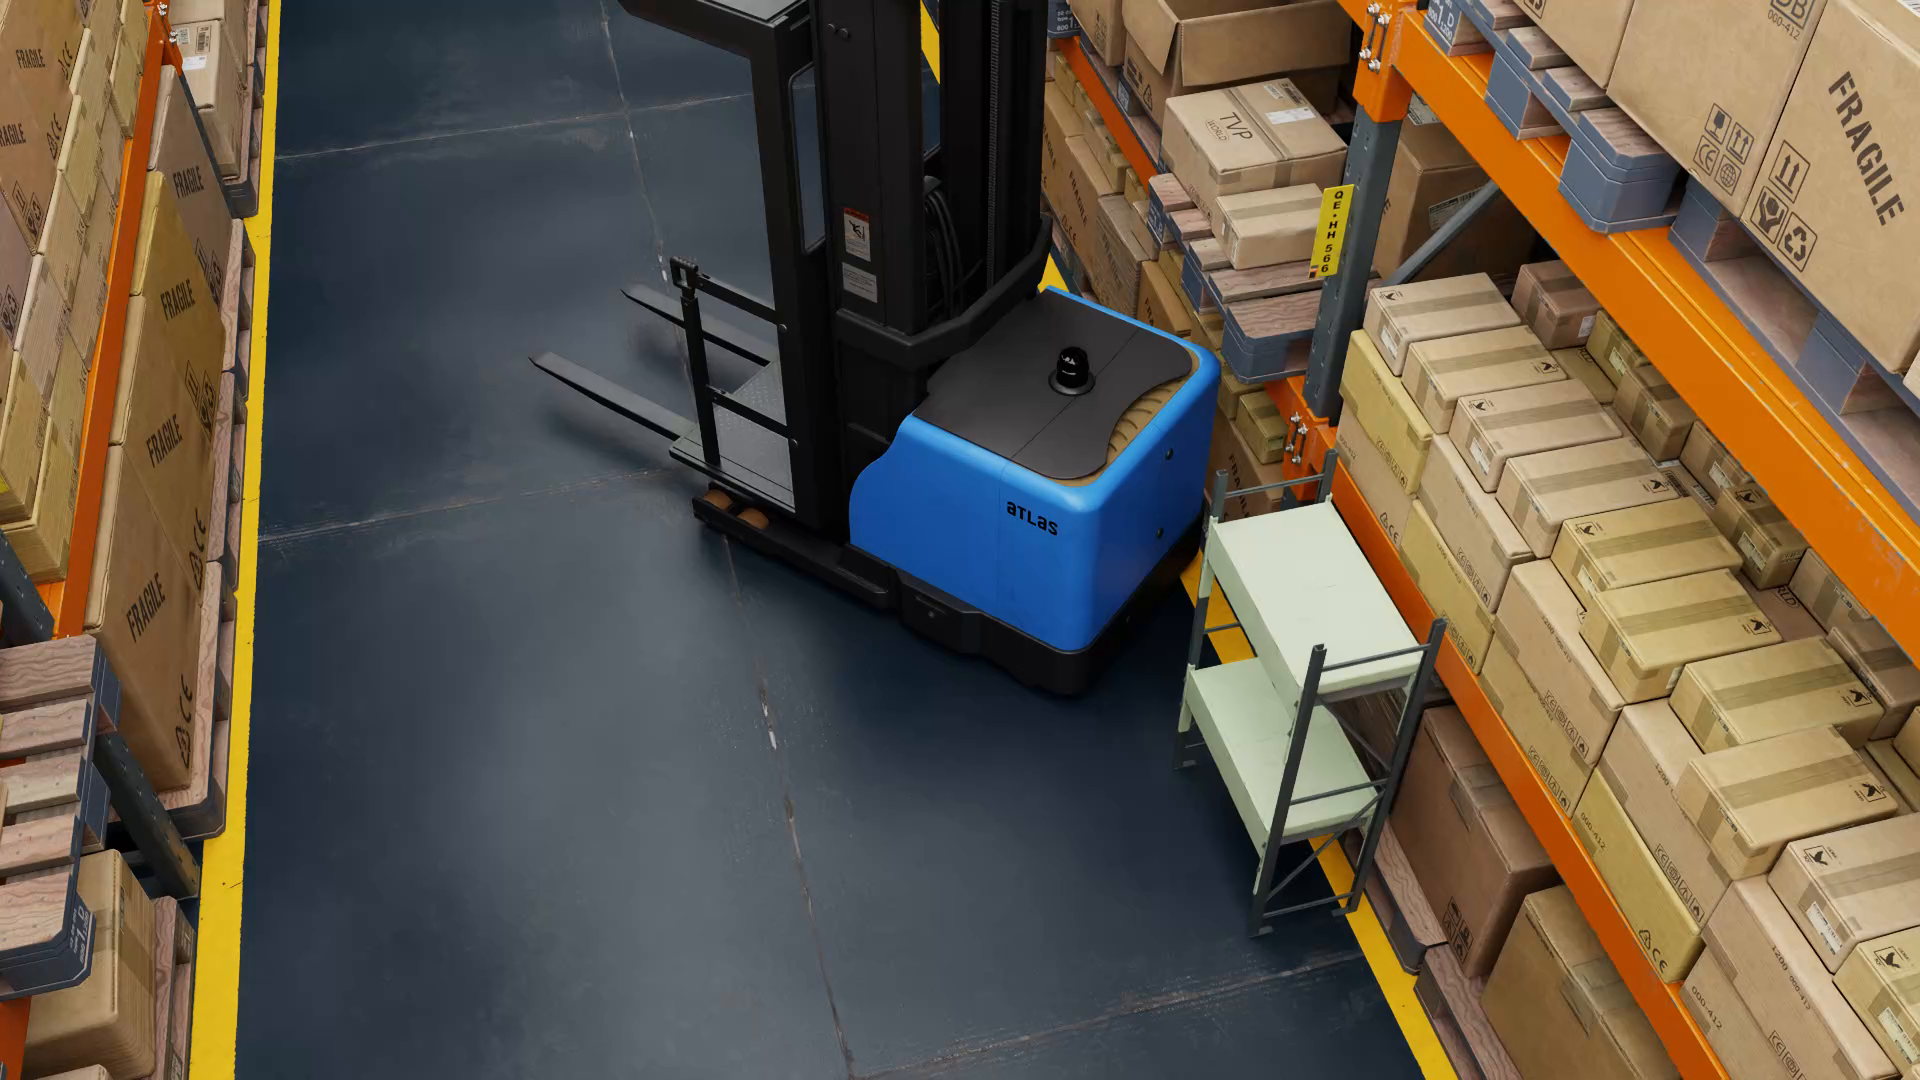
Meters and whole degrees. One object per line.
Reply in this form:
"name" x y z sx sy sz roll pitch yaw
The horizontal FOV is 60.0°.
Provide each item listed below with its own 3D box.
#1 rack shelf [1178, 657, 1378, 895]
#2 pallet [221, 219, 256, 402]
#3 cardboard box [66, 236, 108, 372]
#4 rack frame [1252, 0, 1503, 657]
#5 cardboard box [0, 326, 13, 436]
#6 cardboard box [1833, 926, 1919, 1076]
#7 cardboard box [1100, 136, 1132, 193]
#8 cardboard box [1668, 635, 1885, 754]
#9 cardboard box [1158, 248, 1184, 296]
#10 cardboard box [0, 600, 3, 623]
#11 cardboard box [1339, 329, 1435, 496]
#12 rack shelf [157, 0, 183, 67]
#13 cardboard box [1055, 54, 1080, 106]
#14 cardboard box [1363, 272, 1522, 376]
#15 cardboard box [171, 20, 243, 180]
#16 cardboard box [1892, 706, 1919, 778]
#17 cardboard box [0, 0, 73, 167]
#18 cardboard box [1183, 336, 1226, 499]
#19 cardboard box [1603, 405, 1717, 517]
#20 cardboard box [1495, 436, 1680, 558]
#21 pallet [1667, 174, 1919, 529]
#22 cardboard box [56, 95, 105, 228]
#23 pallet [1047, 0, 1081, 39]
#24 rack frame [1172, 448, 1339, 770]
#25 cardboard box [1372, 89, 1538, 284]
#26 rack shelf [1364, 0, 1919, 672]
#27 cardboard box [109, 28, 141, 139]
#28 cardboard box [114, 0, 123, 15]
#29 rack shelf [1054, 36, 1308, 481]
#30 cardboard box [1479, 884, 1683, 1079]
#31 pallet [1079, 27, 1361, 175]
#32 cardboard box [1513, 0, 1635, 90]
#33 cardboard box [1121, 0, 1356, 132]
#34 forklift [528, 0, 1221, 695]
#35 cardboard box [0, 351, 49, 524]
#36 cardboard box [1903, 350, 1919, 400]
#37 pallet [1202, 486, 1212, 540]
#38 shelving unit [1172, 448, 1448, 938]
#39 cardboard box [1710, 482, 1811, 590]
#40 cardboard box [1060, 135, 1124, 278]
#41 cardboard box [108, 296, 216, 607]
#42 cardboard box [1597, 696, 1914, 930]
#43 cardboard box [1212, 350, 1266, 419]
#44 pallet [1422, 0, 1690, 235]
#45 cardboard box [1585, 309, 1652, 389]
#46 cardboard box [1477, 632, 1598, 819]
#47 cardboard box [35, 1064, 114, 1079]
"rack shelf" 1.079 0.764 5.659 0.431 0.370 0.720 -11 47 -11
"pallet" -3.897 -1.022 7.854 1.003 0.211 1.213 -11 47 -10
"cardboard box" -3.303 -0.801 5.790 0.500 0.250 0.500 -9 46 -9
"rack frame" 1.654 -0.665 5.552 1.000 3.000 0.127 -11 47 -10
"cardboard box" -3.033 -0.525 4.645 0.500 0.500 0.500 -12 47 -12
"cardboard box" 2.078 0.936 3.459 0.380 0.149 0.250 -12 47 -11
"cardboard box" 0.859 -1.739 7.607 0.380 0.149 0.250 -9 46 -9
"cardboard box" 1.951 0.398 3.986 0.380 0.149 0.250 -11 47 -10
"cardboard box" 1.070 -1.194 7.073 0.380 0.149 0.250 -11 47 -11
"cardboard box" -2.758 0.222 4.111 0.500 0.500 0.500 -12 47 -11
"cardboard box" 1.507 -0.432 5.079 0.500 0.250 0.500 -11 47 -10
"rack shelf" -4.680 -3.646 8.977 1.077 0.370 4.000 -11 47 -10
"cardboard box" 0.687 -2.277 8.134 0.380 0.149 0.250 -13 47 -12
"cardboard box" 1.451 -0.653 5.016 0.380 0.149 0.250 -9 46 -9
"cardboard box" -4.225 -2.220 8.576 0.875 0.438 0.875 -11 47 -11
"cardboard box" 2.450 0.492 3.895 0.380 0.149 0.250 -10 46 -10
"cardboard box" -3.413 -1.575 5.674 0.500 0.500 0.500 -10 46 -10
"cardboard box" 1.220 -0.537 6.883 0.500 0.500 0.500 -11 47 -11
"cardboard box" 2.170 -0.176 4.827 0.500 0.250 0.500 -10 46 -10
"cardboard box" 1.690 -0.118 4.492 0.380 0.149 0.250 -10 46 -10
"pallet" 2.203 -0.425 3.349 1.003 0.211 1.213 -9 46 -8
"cardboard box" -3.399 -1.328 5.957 0.500 0.250 0.500 -10 46 -10
"pallet" 0.729 -2.788 7.767 1.003 0.211 1.213 -11 47 -10
"rack frame" 0.982 0.283 5.673 0.400 1.500 0.023 -11 47 -11
"cardboard box" 1.673 -1.231 5.743 0.500 0.500 0.500 -9 46 -8
"rack shelf" 2.166 -0.082 3.385 1.077 0.370 4.000 -11 47 -10
"cardboard box" -3.680 -1.849 6.817 0.500 0.250 0.500 -11 47 -11
"cardboard box" -3.820 -2.379 6.987 0.500 0.250 0.500 -11 47 -10
"rack shelf" 1.142 -1.794 7.162 1.077 0.370 4.000 -11 47 -10
"cardboard box" 2.148 1.367 4.930 0.875 0.625 0.625 -12 47 -12
"pallet" 1.151 -1.940 6.936 1.003 0.211 1.213 -11 47 -10
"cardboard box" 1.604 -1.387 3.726 0.500 0.500 0.500 -10 46 -10
"cardboard box" 1.057 -1.941 6.437 0.797 0.503 0.637 -12 47 -11
"forklift" -0.514 -1.279 6.202 3.031 2.935 1.130 26 51 23
"cardboard box" -3.034 -0.272 4.922 0.500 0.250 0.500 -11 47 -11
"cardboard box" 1.905 -0.283 2.890 0.380 0.149 0.250 -11 47 -11
"pallet" 1.499 -0.211 7.060 1.003 0.211 1.213 -11 47 -10
"shelving unit" 1.078 0.535 5.426 0.431 1.500 0.755 -11 47 -11
"cardboard box" 2.237 -0.038 4.414 0.380 0.149 0.250 -11 47 -11
"cardboard box" 0.805 -1.612 7.937 0.500 0.500 0.500 -12 47 -11
"cardboard box" -3.464 -0.267 6.356 0.875 0.875 0.875 -10 46 -10
"cardboard box" 1.930 0.622 4.046 0.500 0.250 0.500 -10 46 -10
"cardboard box" 1.183 -0.642 6.531 0.380 0.149 0.250 -13 47 -12
"pallet" 1.914 -1.197 4.105 1.213 0.211 1.003 -9 46 -8
"cardboard box" 2.108 -0.579 4.944 0.380 0.149 0.250 -10 46 -9
"cardboard box" 1.794 0.441 4.573 0.500 0.250 0.500 -12 47 -12
"cardboard box" -2.812 1.918 4.567 0.950 0.372 0.625 -12 47 -11
